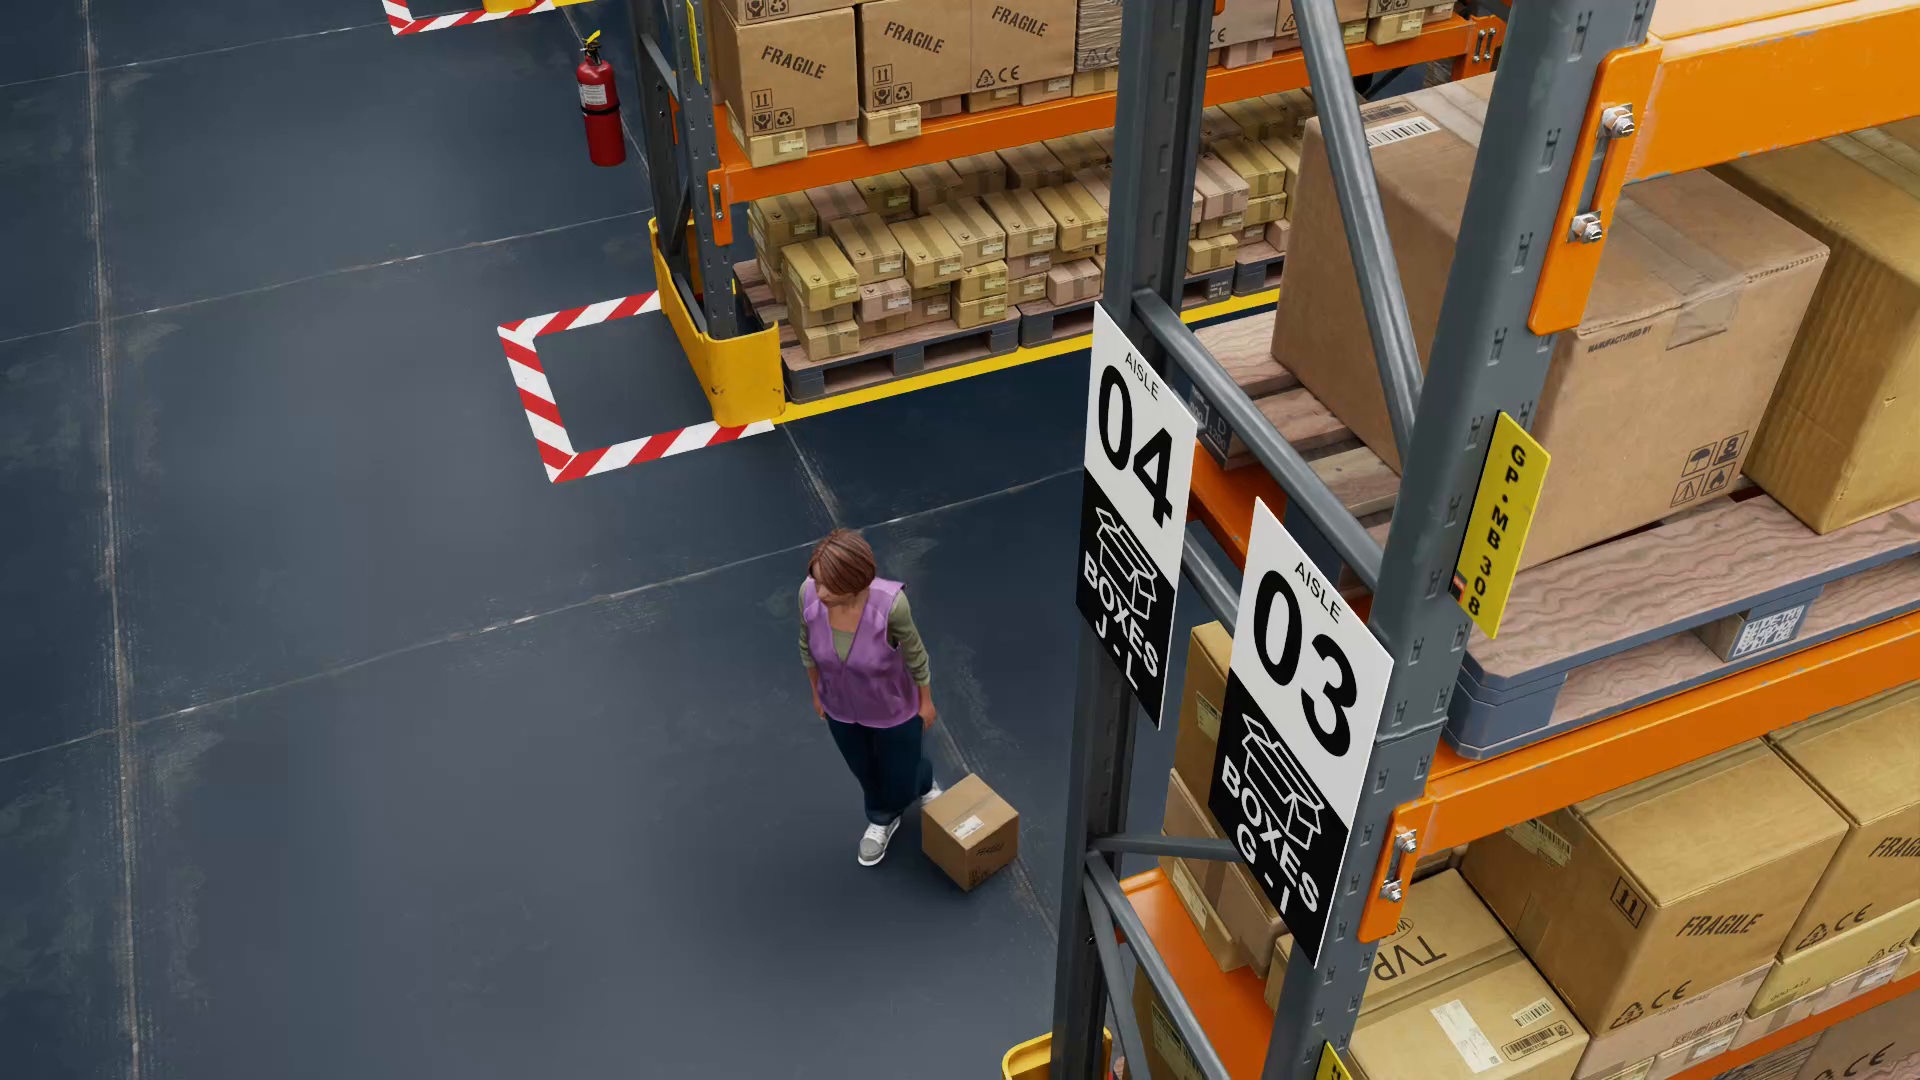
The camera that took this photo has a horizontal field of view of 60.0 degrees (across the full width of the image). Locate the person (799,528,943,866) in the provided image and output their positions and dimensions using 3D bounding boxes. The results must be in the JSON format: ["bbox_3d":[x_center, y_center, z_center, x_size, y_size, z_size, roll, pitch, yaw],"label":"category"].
[{"bbox_3d":[-0.285,0.512,5.594,0.468,1.589,0.463,13,44,14],"label":"person"}]
